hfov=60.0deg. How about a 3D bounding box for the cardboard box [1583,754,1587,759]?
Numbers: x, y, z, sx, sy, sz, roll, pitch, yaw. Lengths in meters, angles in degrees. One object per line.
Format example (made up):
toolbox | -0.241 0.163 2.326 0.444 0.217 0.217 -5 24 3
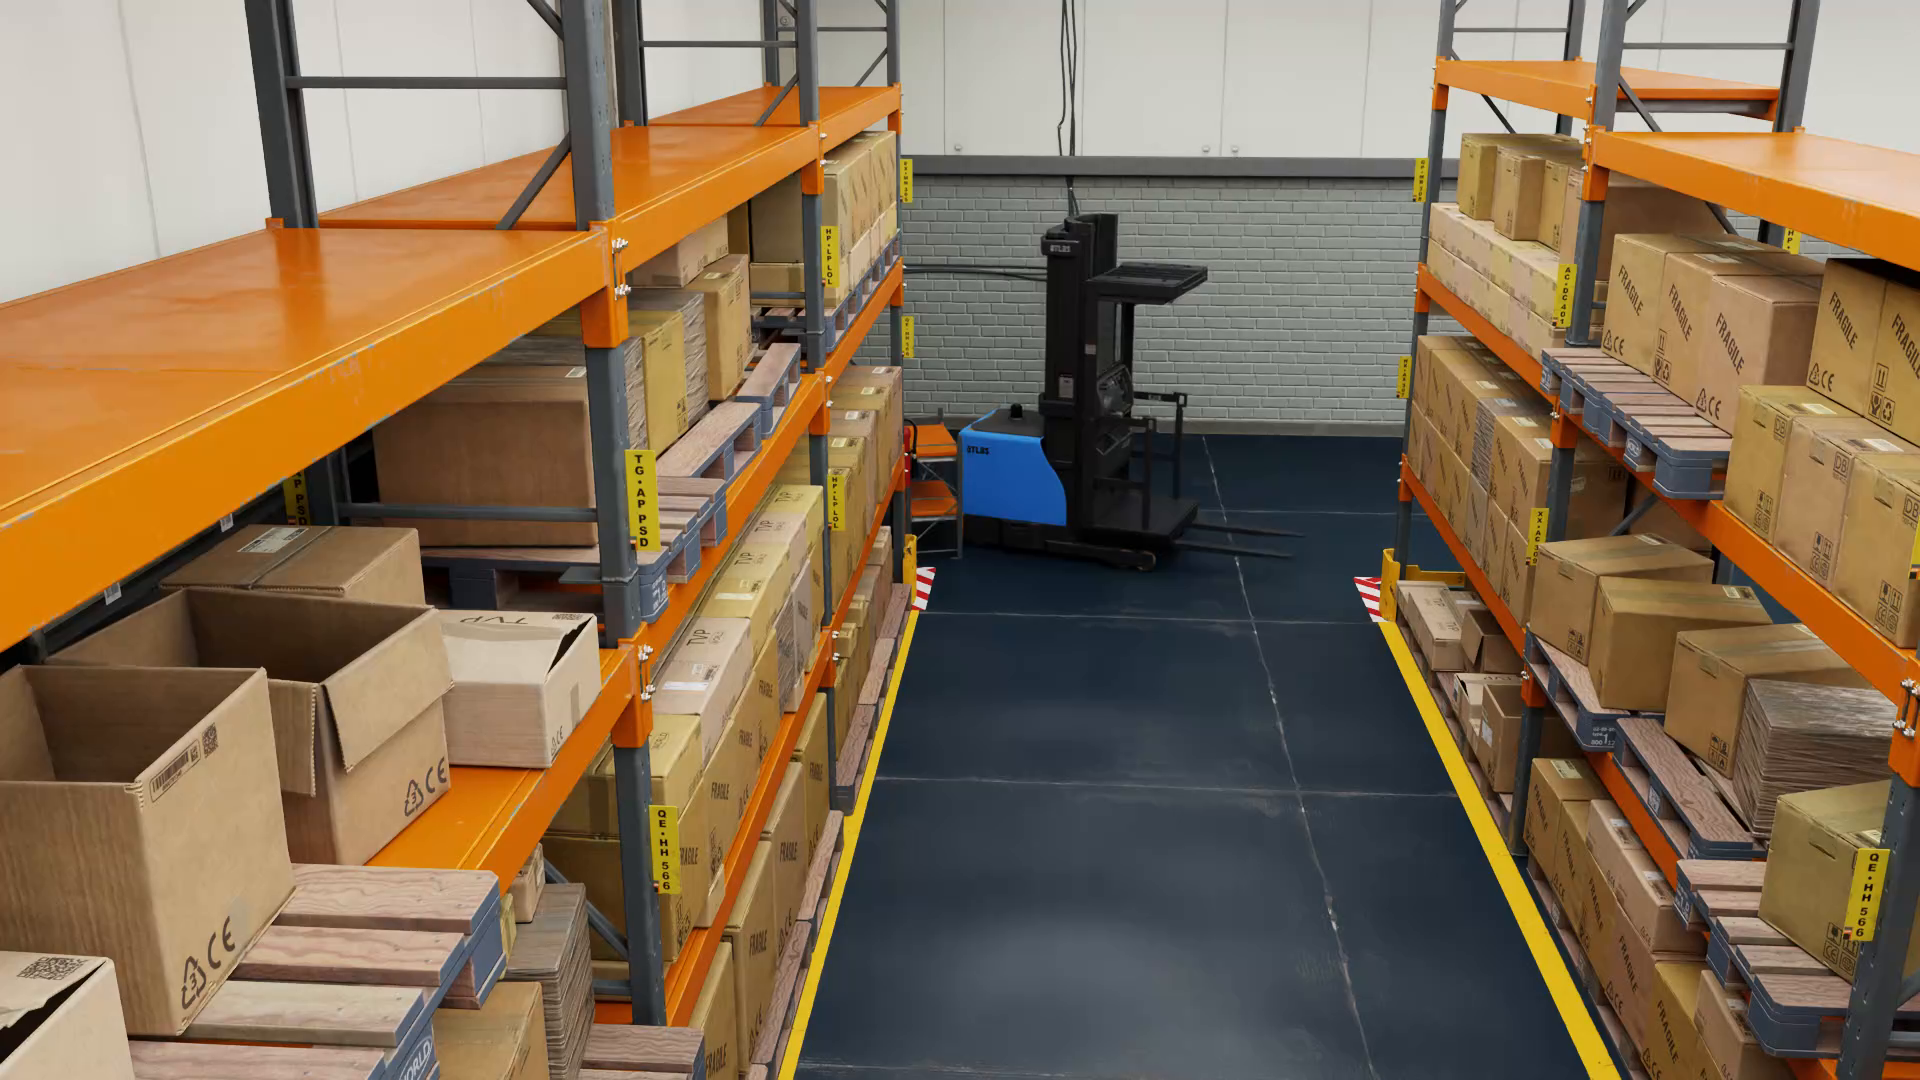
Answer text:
cardboard box | 3.947 1.348 9.931 0.500 0.311 0.500 1 18 4

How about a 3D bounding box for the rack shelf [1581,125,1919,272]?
rack shelf | 3.557 -1.293 6.542 1.077 0.370 4.000 1 18 4

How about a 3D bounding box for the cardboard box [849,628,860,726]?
cardboard box | -1.045 0.898 11.033 0.700 0.500 0.500 1 18 3

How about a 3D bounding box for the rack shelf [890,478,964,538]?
rack shelf | -0.317 -0.284 15.096 0.538 0.278 1.000 -3 18 -10

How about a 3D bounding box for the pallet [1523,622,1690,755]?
pallet | 3.535 0.742 8.478 1.003 0.211 1.213 1 18 4

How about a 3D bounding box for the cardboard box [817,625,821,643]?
cardboard box | -0.982 0.516 9.228 0.380 0.149 0.250 1 18 4

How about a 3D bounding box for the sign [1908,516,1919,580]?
sign | 2.873 -0.037 4.898 0.100 0.325 0.005 1 18 4

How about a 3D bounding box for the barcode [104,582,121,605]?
barcode | -2.120 0.120 4.157 0.001 0.075 0.075 1 18 4

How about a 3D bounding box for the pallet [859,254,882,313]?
pallet | -1.081 -1.720 11.007 1.003 0.211 1.213 1 18 4

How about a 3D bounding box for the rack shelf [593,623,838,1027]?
rack shelf | -1.384 1.258 7.748 1.077 0.370 4.000 1 18 4

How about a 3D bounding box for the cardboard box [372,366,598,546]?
cardboard box | -1.550 -0.294 5.644 0.700 0.500 0.500 0 18 0

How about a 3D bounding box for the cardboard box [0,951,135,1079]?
cardboard box | -1.651 0.838 2.527 0.500 0.311 0.500 2 18 6

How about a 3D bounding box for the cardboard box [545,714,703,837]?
cardboard box | -1.235 0.839 5.999 0.500 0.250 0.500 2 18 5

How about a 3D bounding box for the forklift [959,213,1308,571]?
forklift | 1.543 -1.312 14.545 3.031 2.935 1.130 7 20 21

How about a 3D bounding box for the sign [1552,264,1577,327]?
sign | 3.159 -1.276 8.680 0.100 0.325 0.005 1 18 4

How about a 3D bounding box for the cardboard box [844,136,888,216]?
cardboard box | -0.781 -2.516 11.496 0.500 0.500 0.500 2 18 6

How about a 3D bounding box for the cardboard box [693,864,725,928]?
cardboard box | -1.142 1.392 6.557 0.380 0.149 0.250 2 18 6

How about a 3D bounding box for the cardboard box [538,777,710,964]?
cardboard box | -1.237 1.194 6.118 0.500 0.500 0.500 2 18 6

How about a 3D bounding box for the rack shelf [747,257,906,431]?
rack shelf | -1.097 -1.410 11.072 1.077 0.370 4.000 1 18 4

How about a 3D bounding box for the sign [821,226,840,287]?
sign | -0.698 -1.516 8.908 0.100 0.325 0.005 1 18 4

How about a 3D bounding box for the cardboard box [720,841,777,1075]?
cardboard box | -1.274 1.862 7.528 0.750 0.750 0.750 1 18 4

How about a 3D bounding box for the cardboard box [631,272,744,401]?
cardboard box | -1.388 -0.942 7.622 0.700 0.500 0.500 1 18 3

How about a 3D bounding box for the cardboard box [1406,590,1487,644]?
cardboard box | 3.630 0.578 12.379 0.500 0.250 0.500 1 18 4

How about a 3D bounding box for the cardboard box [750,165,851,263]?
cardboard box | -0.910 -1.878 9.547 0.500 0.500 0.500 1 18 3

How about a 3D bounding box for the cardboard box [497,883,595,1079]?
cardboard box | -1.551 1.427 5.210 0.700 0.500 0.500 -1 18 -3

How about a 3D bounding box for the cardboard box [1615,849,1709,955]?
cardboard box | 3.316 1.638 7.537 0.500 0.250 0.500 1 18 3

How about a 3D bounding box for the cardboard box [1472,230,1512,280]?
cardboard box | 3.579 -1.810 10.577 0.500 0.250 0.500 1 18 4

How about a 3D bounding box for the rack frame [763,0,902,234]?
rack frame | -0.954 -3.798 12.389 1.000 3.000 0.127 1 18 4

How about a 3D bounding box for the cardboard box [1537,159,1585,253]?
cardboard box | 3.905 -2.003 9.962 0.700 0.500 0.500 1 18 4

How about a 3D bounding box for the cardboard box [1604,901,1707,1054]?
cardboard box | 3.316 2.006 7.618 0.500 0.500 0.500 1 18 2

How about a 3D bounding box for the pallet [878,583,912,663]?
pallet | -0.933 0.628 12.994 1.003 0.211 1.213 1 18 4

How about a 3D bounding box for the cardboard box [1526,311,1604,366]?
cardboard box | 3.470 -1.106 9.233 0.500 0.250 0.500 1 18 4

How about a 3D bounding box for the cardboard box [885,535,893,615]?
cardboard box | -0.904 0.261 12.977 0.700 0.500 0.500 1 18 4

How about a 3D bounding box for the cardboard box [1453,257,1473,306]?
cardboard box | 3.614 -1.728 11.129 0.500 0.250 0.500 1 18 4

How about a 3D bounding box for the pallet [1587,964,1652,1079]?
pallet | 3.595 2.363 7.699 1.003 0.211 1.213 1 18 4

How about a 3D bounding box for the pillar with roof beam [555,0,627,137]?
pillar with roof beam | 2.241 -2.696 9.027 9.100 9.000 0.400 1 18 4

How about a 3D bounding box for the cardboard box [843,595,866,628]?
cardboard box | -0.841 0.481 11.263 0.380 0.149 0.250 1 18 2

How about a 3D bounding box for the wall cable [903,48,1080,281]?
wall cable | -0.192 -4.071 18.209 3.097 2.526 0.112 1 18 4

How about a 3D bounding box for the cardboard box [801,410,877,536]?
cardboard box | -1.085 -0.468 11.380 0.980 0.700 0.700 0 18 1

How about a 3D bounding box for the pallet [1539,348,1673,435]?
pallet | 3.584 -0.731 8.147 1.213 0.211 1.003 1 18 4

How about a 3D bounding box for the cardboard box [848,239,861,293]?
cardboard box | -0.877 -1.673 10.126 0.500 0.250 0.500 1 18 3

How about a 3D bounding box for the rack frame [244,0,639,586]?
rack frame | -1.527 -1.313 4.806 1.000 3.000 0.127 1 18 4

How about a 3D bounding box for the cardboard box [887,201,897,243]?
cardboard box | -0.741 -2.315 12.086 0.500 0.250 0.500 2 18 6

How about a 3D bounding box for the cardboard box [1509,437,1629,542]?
cardboard box | 3.479 -0.281 9.524 0.500 0.500 0.500 1 18 4

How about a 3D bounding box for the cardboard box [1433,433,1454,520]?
cardboard box | 3.622 -0.437 11.606 0.500 0.500 0.500 1 18 4

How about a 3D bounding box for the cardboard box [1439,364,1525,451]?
cardboard box | 3.622 -0.911 11.445 0.500 0.500 0.500 2 18 5

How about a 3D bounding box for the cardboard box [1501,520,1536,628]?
cardboard box | 3.481 0.196 9.674 0.500 0.500 0.500 2 18 5

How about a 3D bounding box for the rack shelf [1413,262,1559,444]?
rack shelf | 3.844 -1.300 10.739 1.077 0.370 4.000 1 18 4

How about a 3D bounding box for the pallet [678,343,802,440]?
pallet | -1.257 -0.753 8.222 0.805 0.209 1.217 1 18 2

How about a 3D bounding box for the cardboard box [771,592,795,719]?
cardboard box | -1.093 0.560 8.052 0.500 0.500 0.500 1 18 4

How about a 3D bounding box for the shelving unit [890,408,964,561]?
shelving unit | -0.317 -0.517 15.020 0.538 1.125 1.048 -3 18 -10

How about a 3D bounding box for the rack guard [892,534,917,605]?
rack guard | -0.952 0.233 13.735 1.175 0.500 0.348 1 18 4

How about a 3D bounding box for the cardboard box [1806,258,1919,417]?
cardboard box | 3.525 -0.753 6.148 0.500 0.500 0.500 1 18 4

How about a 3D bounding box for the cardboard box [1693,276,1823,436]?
cardboard box | 3.498 -0.746 6.897 0.600 0.600 0.600 1 18 2

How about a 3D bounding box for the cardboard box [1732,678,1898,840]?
cardboard box | 3.603 0.922 6.784 0.700 0.500 0.500 5 19 14

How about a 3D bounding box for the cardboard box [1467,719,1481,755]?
cardboard box | 3.426 1.249 10.492 0.380 0.149 0.250 1 18 4

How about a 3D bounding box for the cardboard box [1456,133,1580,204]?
cardboard box | 3.967 -2.626 11.863 0.700 0.500 0.500 1 18 4
